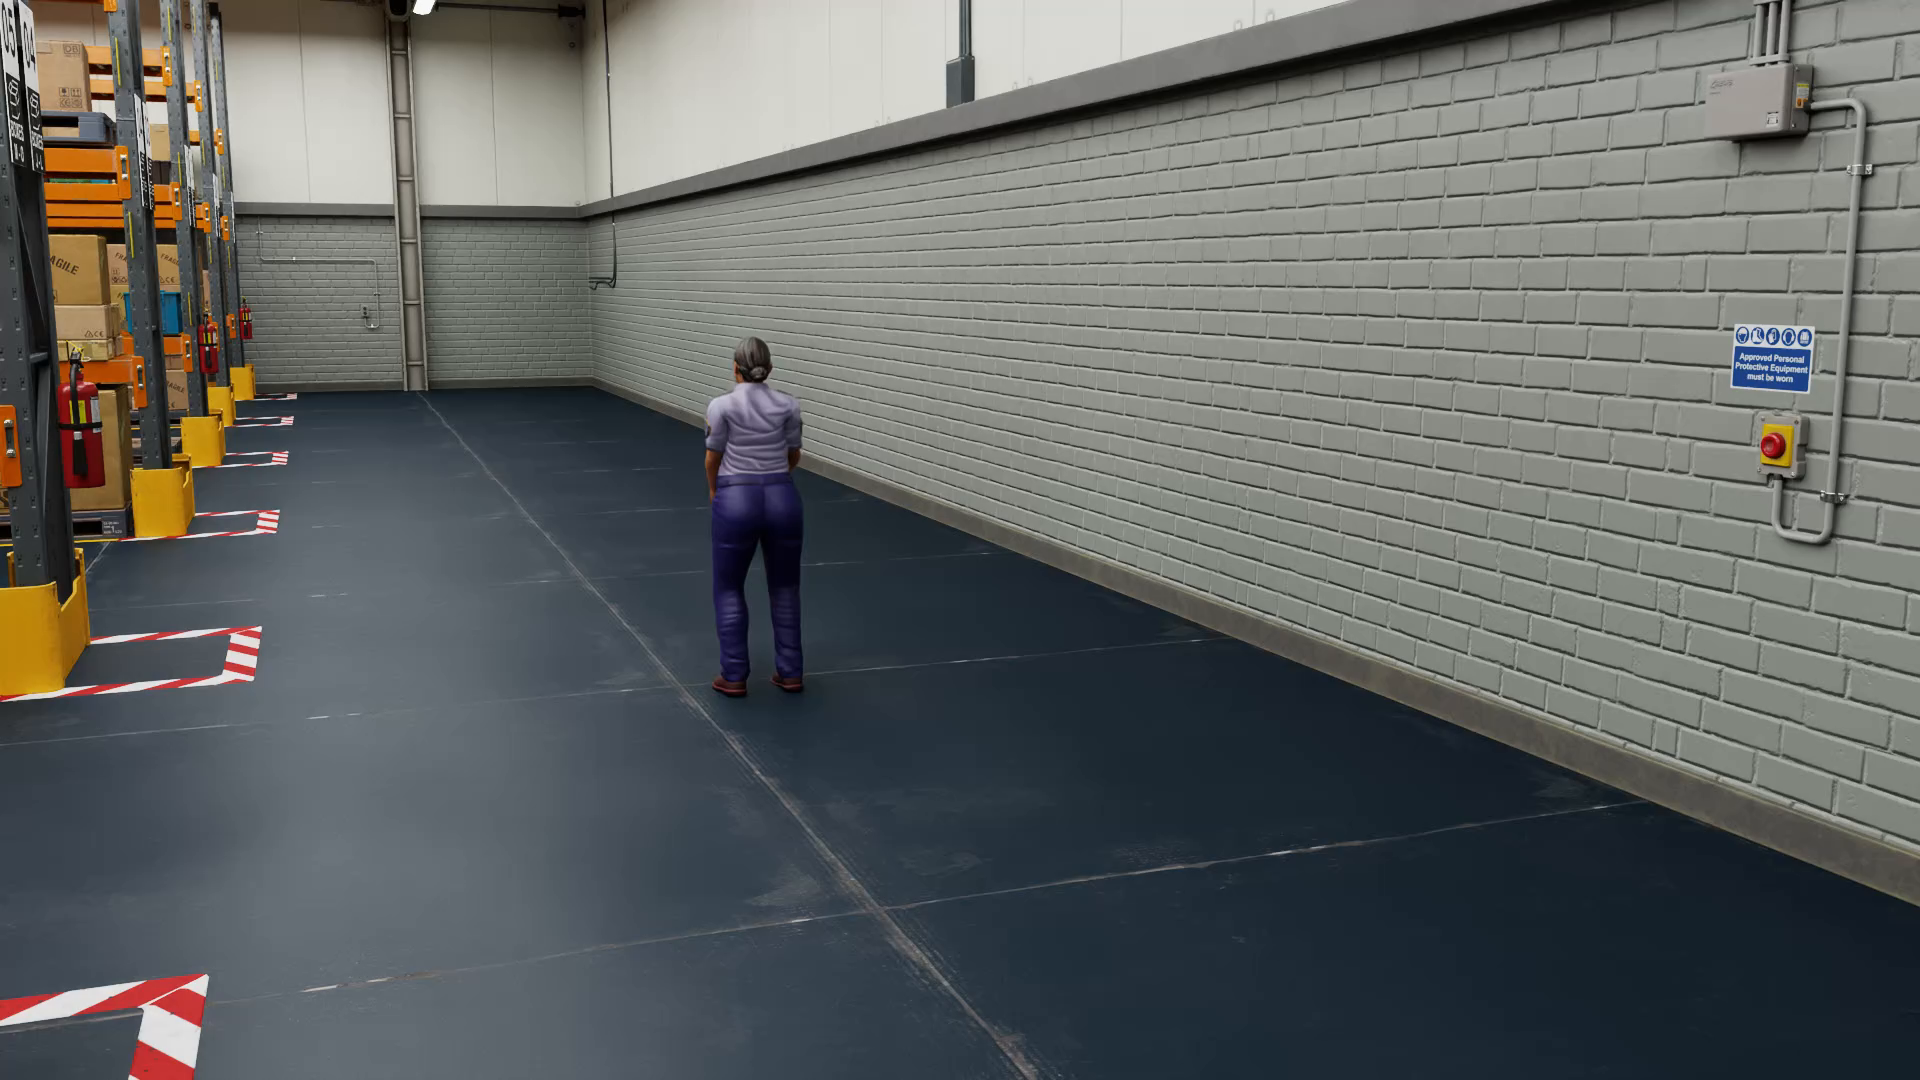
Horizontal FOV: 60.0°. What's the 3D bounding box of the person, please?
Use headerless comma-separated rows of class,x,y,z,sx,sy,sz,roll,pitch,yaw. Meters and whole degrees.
person,-0.964,-0.113,7.700,0.452,1.629,0.515,-3,10,-20
